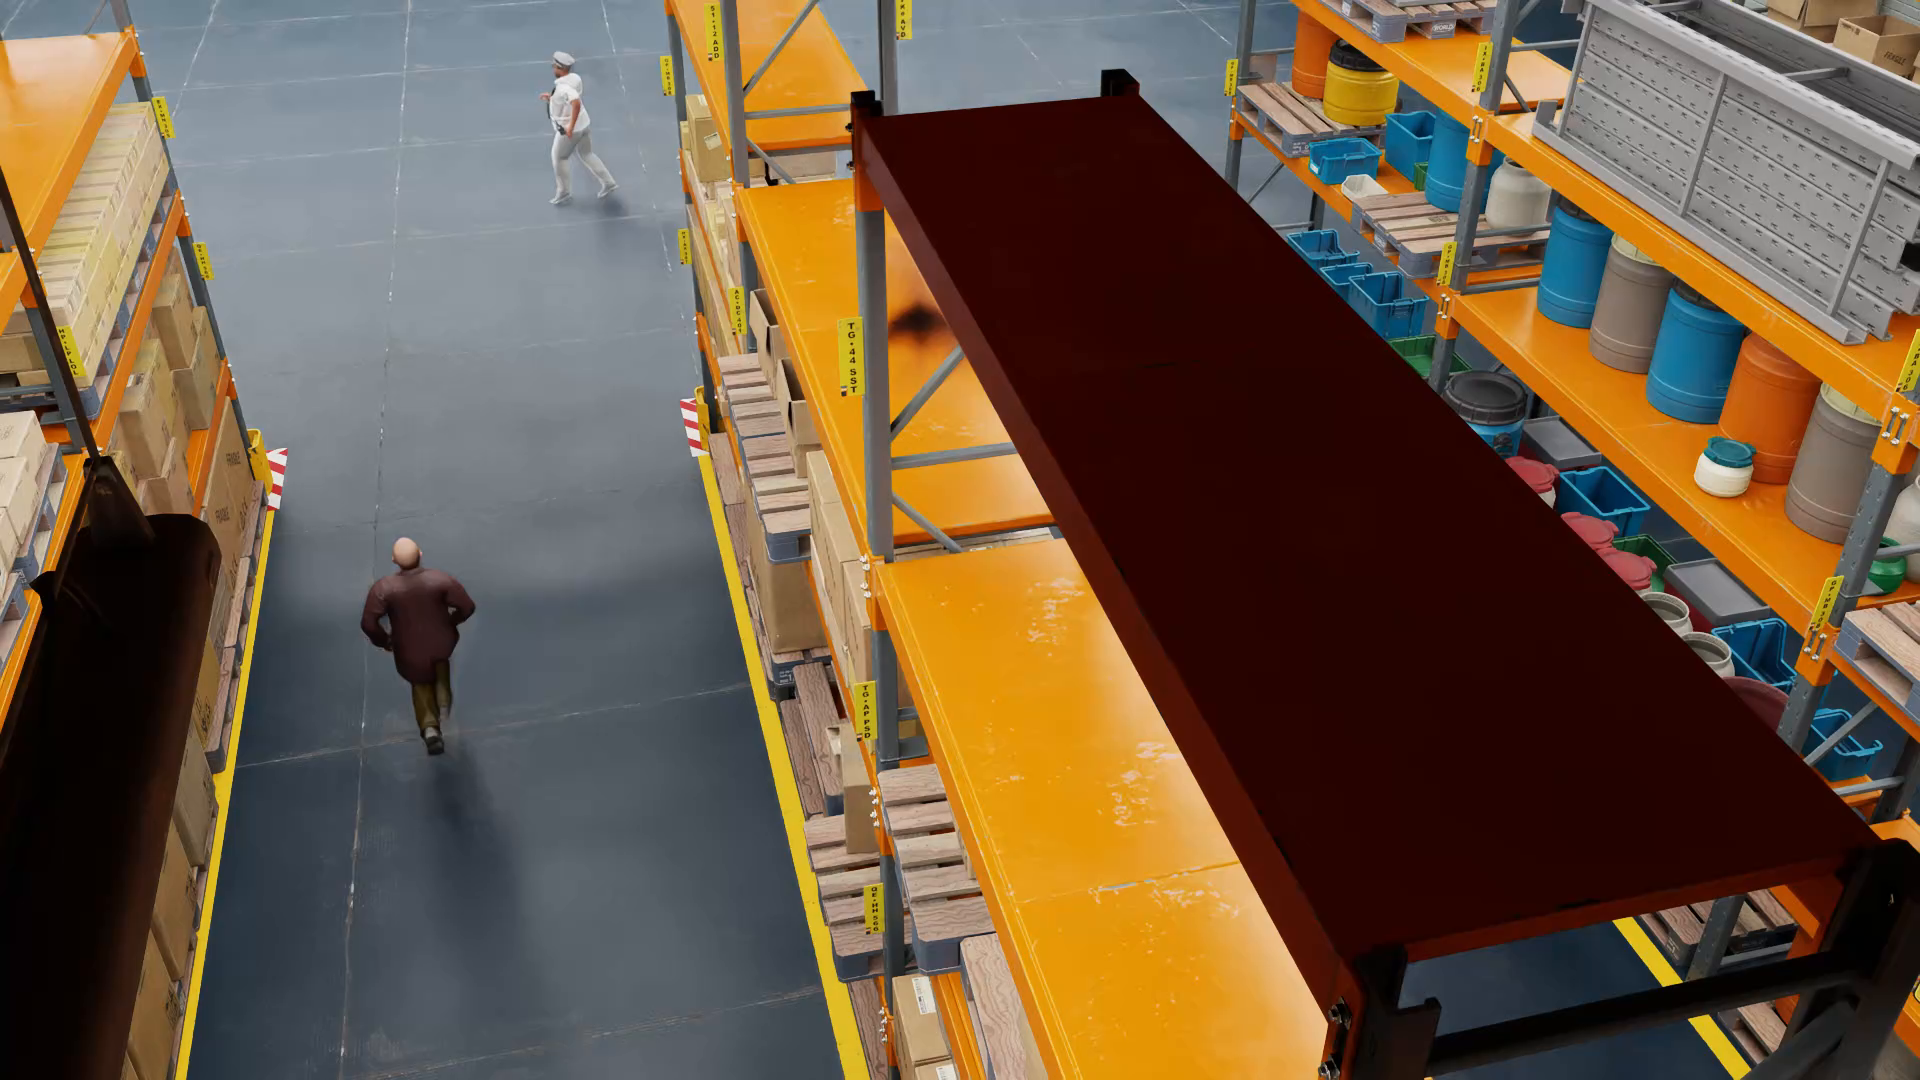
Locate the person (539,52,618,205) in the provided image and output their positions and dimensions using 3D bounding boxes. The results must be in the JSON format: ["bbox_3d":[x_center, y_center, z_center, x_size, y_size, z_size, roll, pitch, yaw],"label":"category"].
[{"bbox_3d":[-4.519,-4.812,19.539,0.848,1.844,0.664,9,35,13],"label":"person"}]

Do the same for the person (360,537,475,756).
[{"bbox_3d":[-3.677,0.698,11.419,0.743,1.665,0.783,-12,36,-17],"label":"person"}]

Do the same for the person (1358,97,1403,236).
[{"bbox_3d":[4.743,-4.202,18.777,0.647,1.641,0.586,10,36,14],"label":"person"}]
